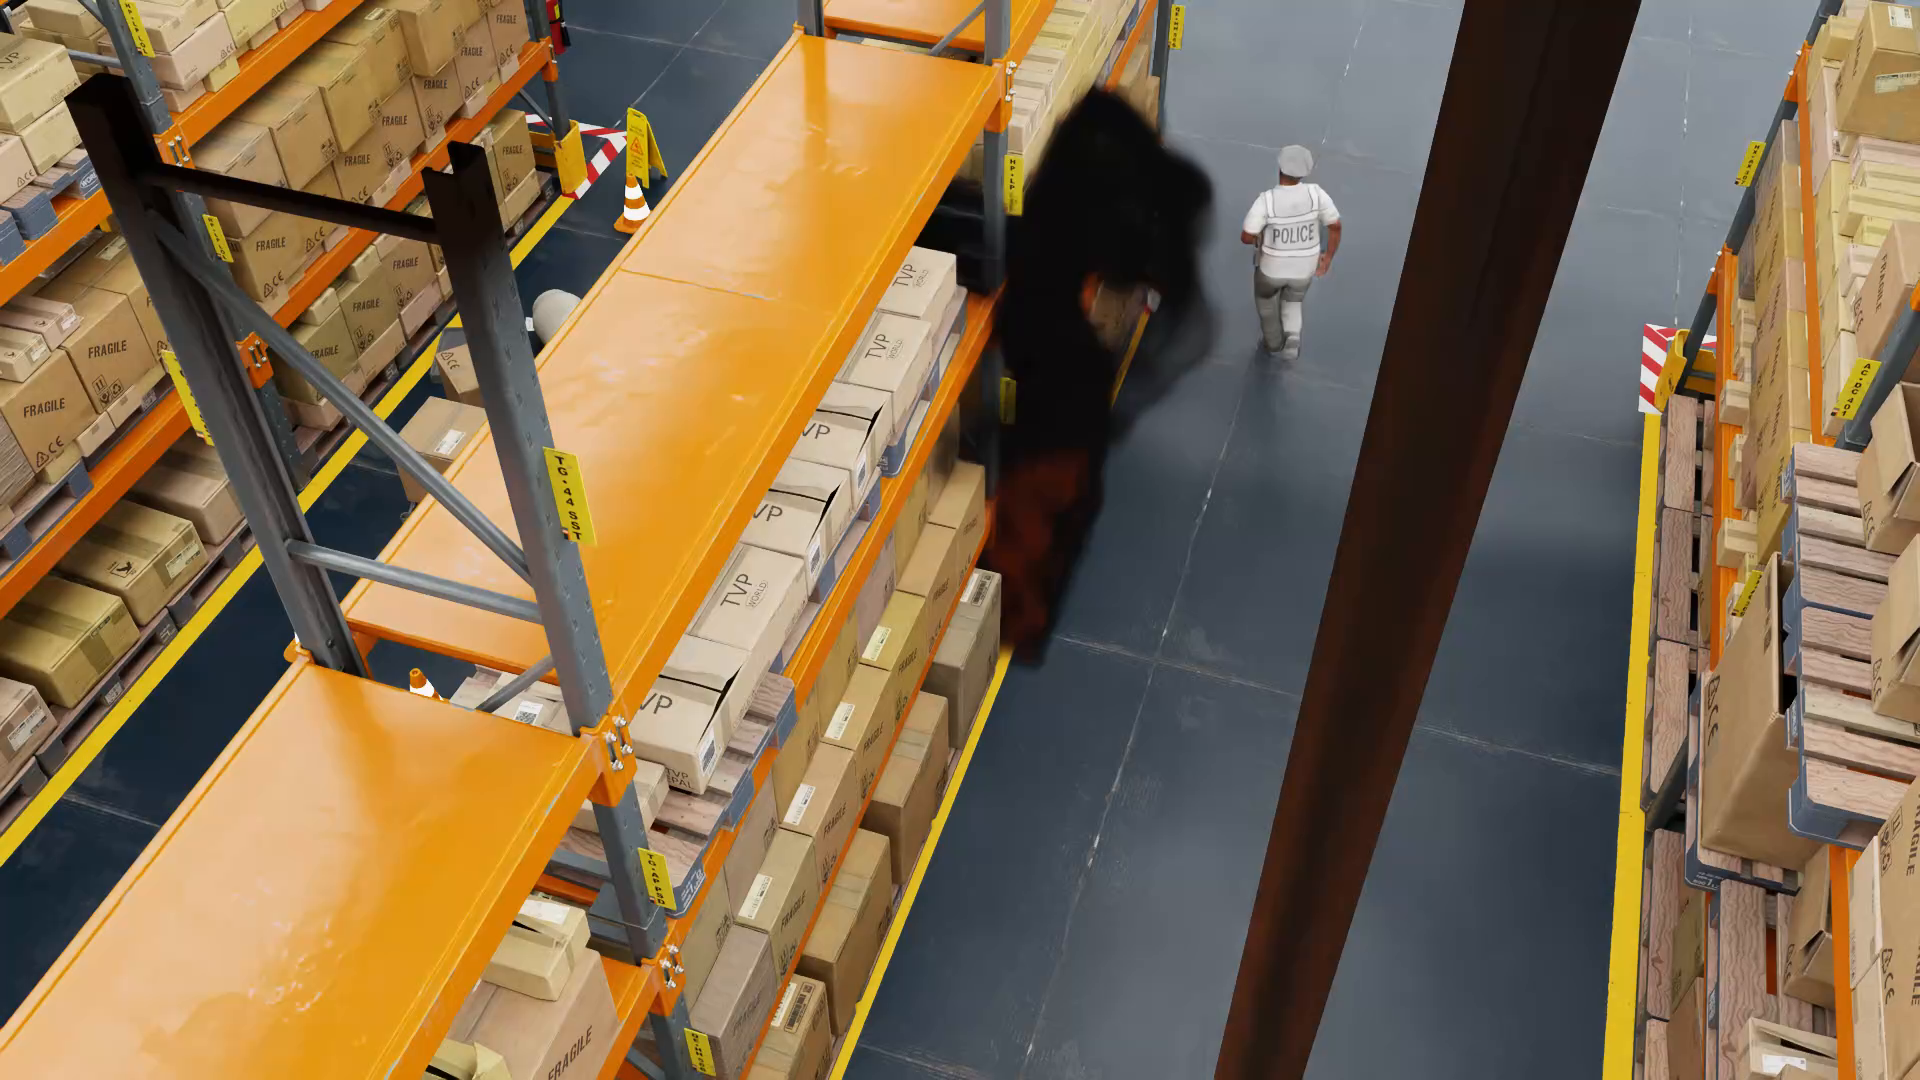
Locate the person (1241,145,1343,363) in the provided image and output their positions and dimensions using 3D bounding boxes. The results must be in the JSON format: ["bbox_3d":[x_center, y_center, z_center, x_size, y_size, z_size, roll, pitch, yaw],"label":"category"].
[{"bbox_3d":[2.306,-1.948,11.782,0.693,1.750,0.662,0,46,0],"label":"person"}]
